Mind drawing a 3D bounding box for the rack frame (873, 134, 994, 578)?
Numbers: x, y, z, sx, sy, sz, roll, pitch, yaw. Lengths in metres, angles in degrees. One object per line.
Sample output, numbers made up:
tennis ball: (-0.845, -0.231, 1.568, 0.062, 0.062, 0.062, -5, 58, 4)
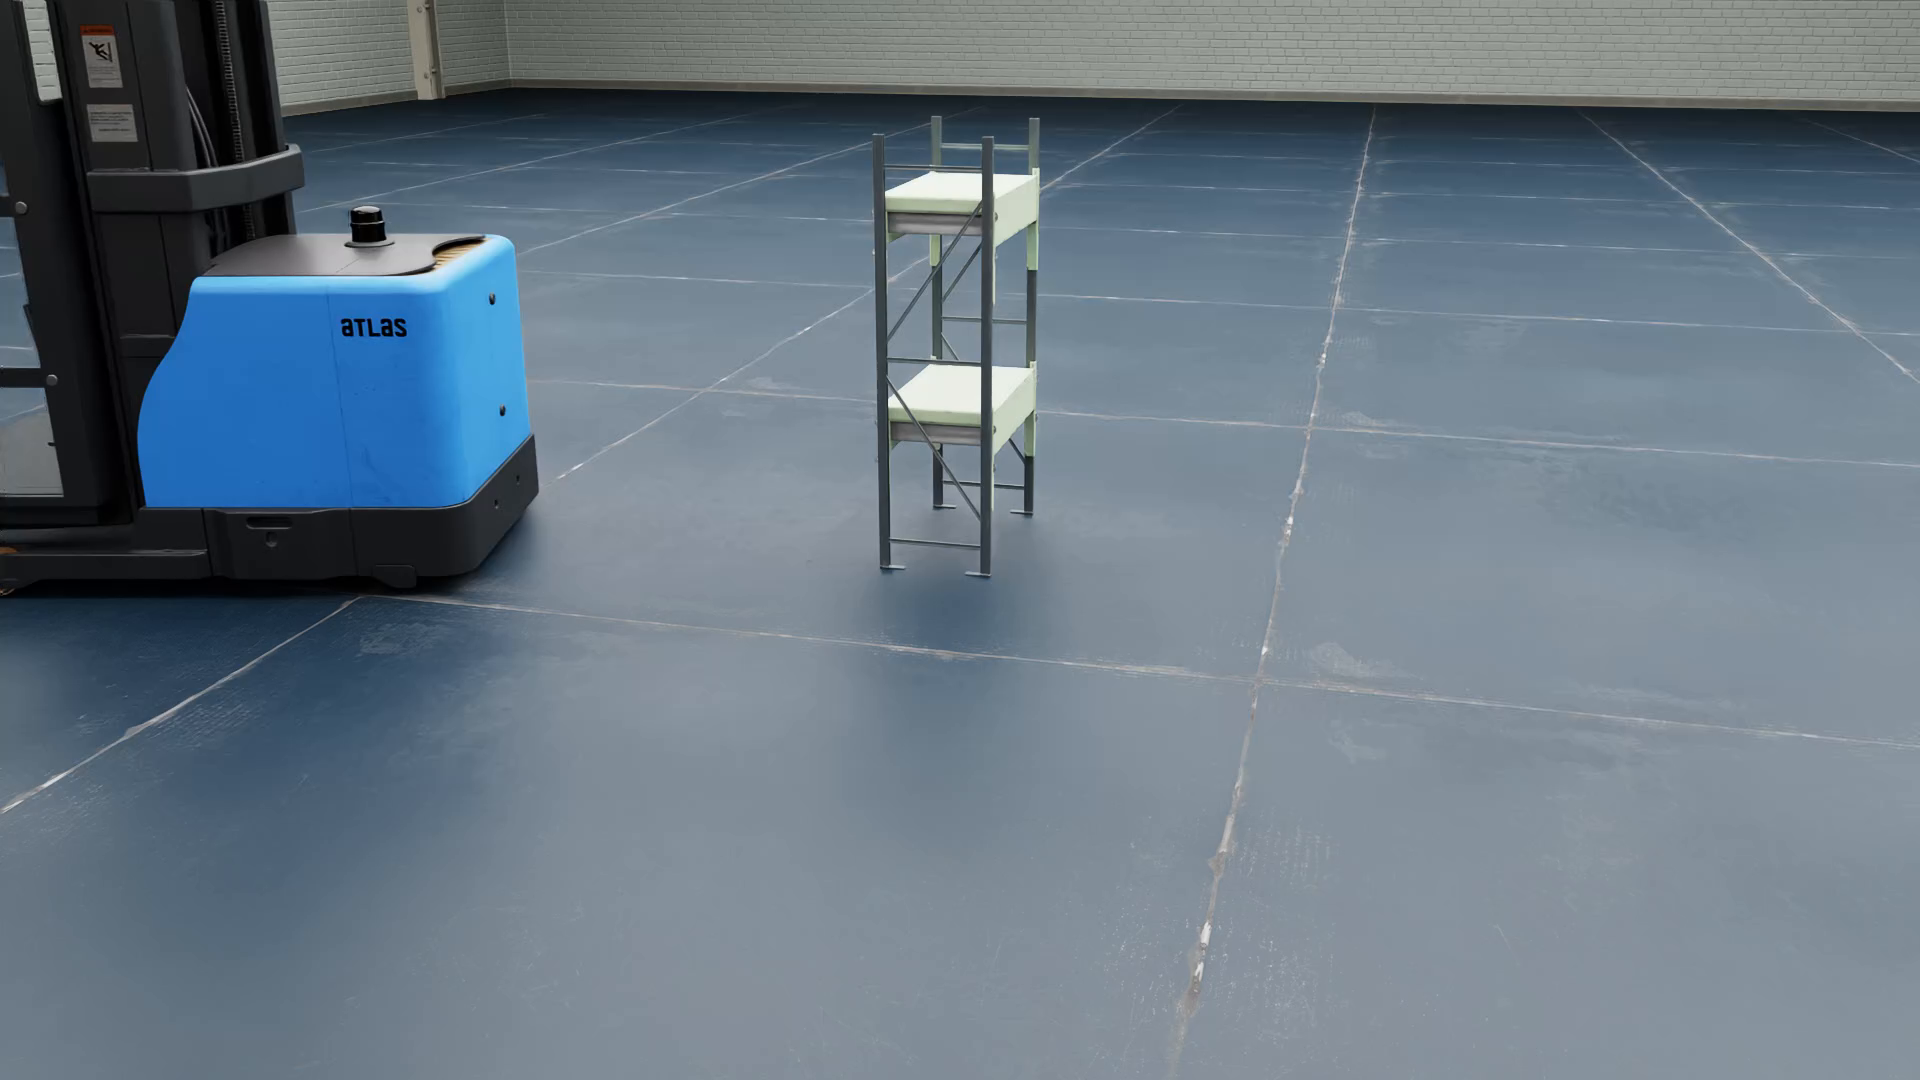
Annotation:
rack frame: (-0.088, -0.597, 5.615, 0.400, 1.500, 0.023, 5, 19, 13)

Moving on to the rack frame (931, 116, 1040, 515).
rack frame: (0.091, -0.827, 6.287, 0.400, 1.500, 0.023, 5, 19, 13)

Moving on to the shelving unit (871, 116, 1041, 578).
shelving unit: (0.002, -0.712, 5.951, 0.431, 1.500, 0.755, 5, 19, 13)

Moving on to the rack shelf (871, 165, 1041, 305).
rack shelf: (0.002, -1.081, 5.825, 0.431, 0.370, 0.720, 5, 19, 13)

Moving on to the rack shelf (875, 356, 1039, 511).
rack shelf: (0.002, -0.403, 6.057, 0.431, 0.370, 0.720, 5, 19, 13)

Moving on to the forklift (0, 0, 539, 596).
forklift: (-3.163, -1.367, 5.655, 3.031, 2.935, 1.130, 0, 19, 0)

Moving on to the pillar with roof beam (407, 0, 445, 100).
pillar with roof beam: (-4.658, -11.287, 25.312, 9.100, 9.000, 0.400, 5, 19, 13)
